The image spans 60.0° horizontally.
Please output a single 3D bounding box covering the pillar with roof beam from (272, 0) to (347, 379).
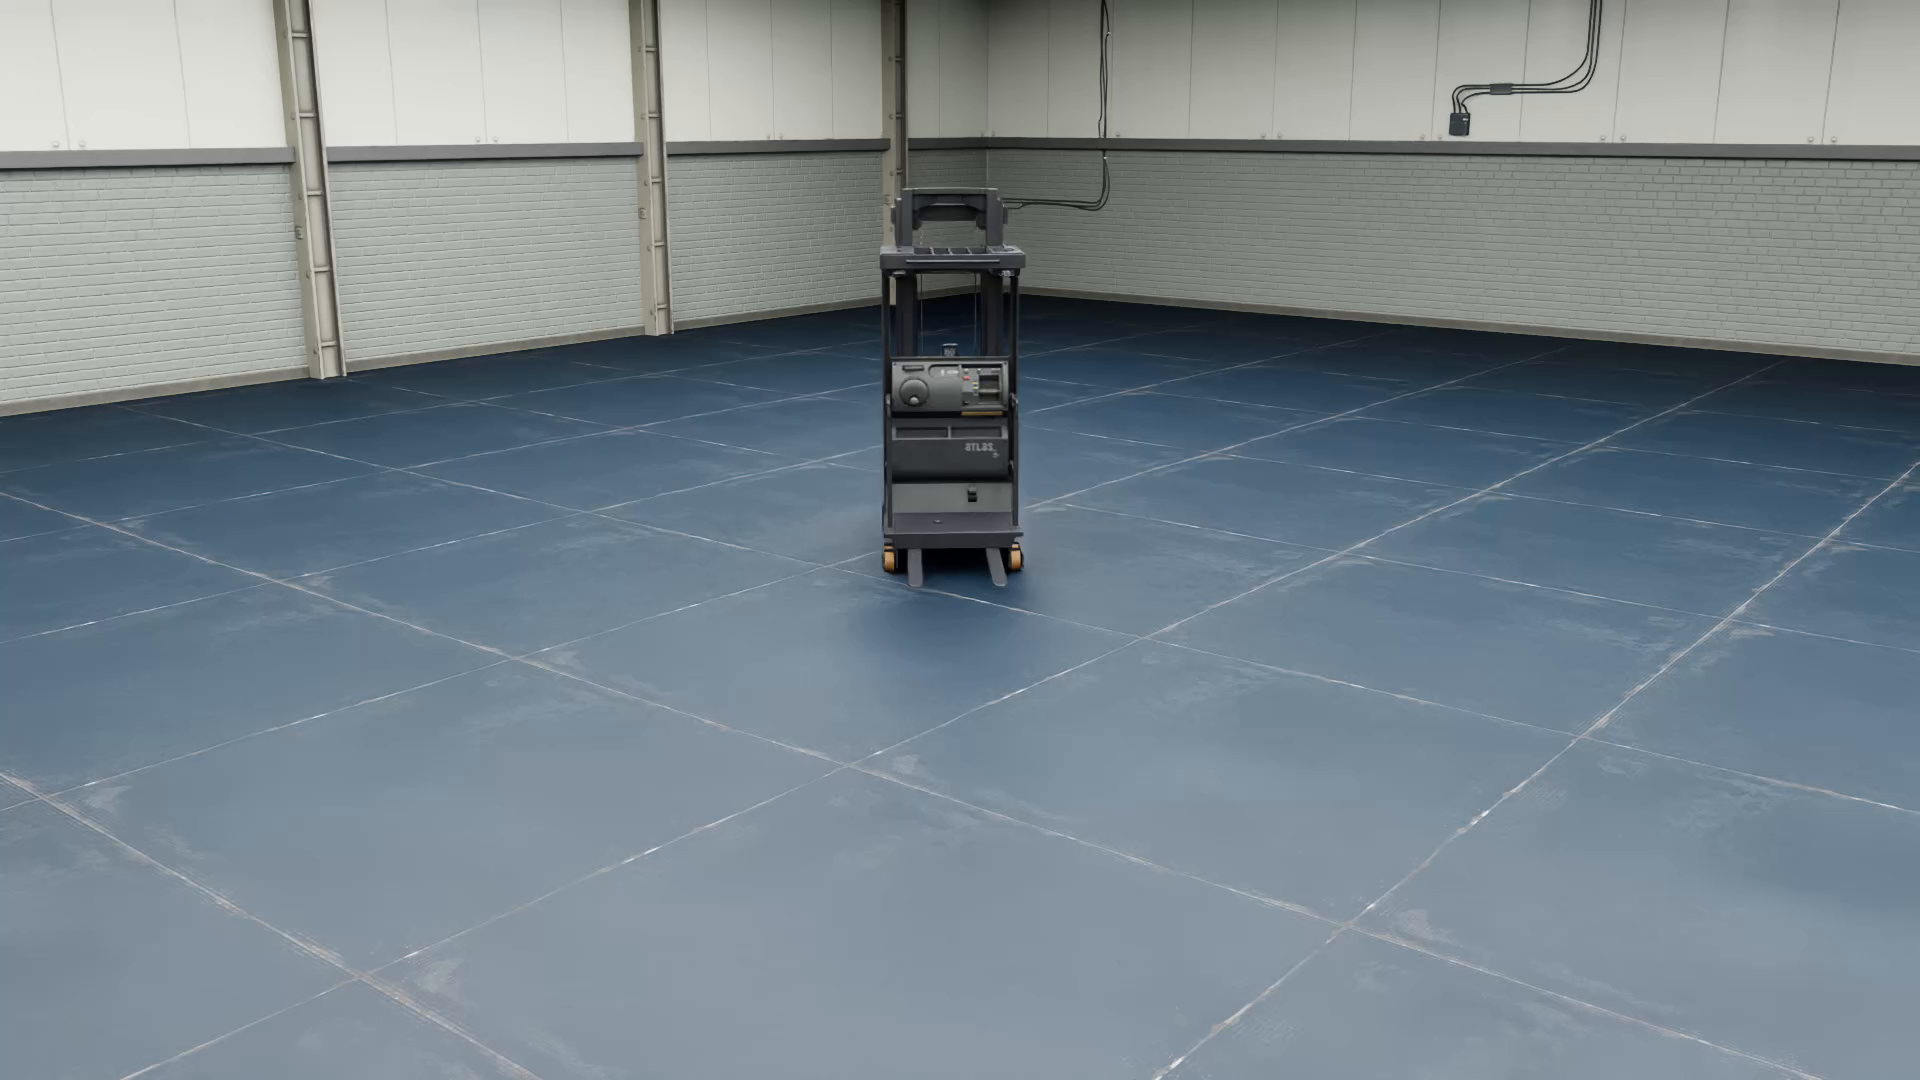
[{"bbox_3d":[-5.414,-5.964,19.324,9.100,9.000,0.400,11,18,38],"label":"pillar with roof beam"}]

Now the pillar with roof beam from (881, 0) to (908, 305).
[{"bbox_3d":[2.128,-8.262,28.370,9.100,9.000,0.400,11,18,38],"label":"pillar with roof beam"}]

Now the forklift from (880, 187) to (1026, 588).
[{"bbox_3d":[-0.068,-1.246,13.075,1.130,2.935,3.031,-1,14,-2],"label":"forklift"}]

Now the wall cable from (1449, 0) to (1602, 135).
[{"bbox_3d":[9.034,-9.464,26.194,2.305,6.003,0.169,11,18,38],"label":"wall cable"}]

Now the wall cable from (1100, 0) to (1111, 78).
[{"bbox_3d":[3.764,-9.812,30.520,3.097,2.526,0.112,11,18,38],"label":"wall cable"}]

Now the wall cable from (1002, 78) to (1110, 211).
[{"bbox_3d":[1.659,-7.783,32.790,3.097,2.526,0.112,11,18,38],"label":"wall cable"}]

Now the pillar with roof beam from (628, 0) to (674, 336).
[{"bbox_3d":[-1.643,-7.113,23.847,9.100,9.000,0.400,11,18,38],"label":"pillar with roof beam"}]
